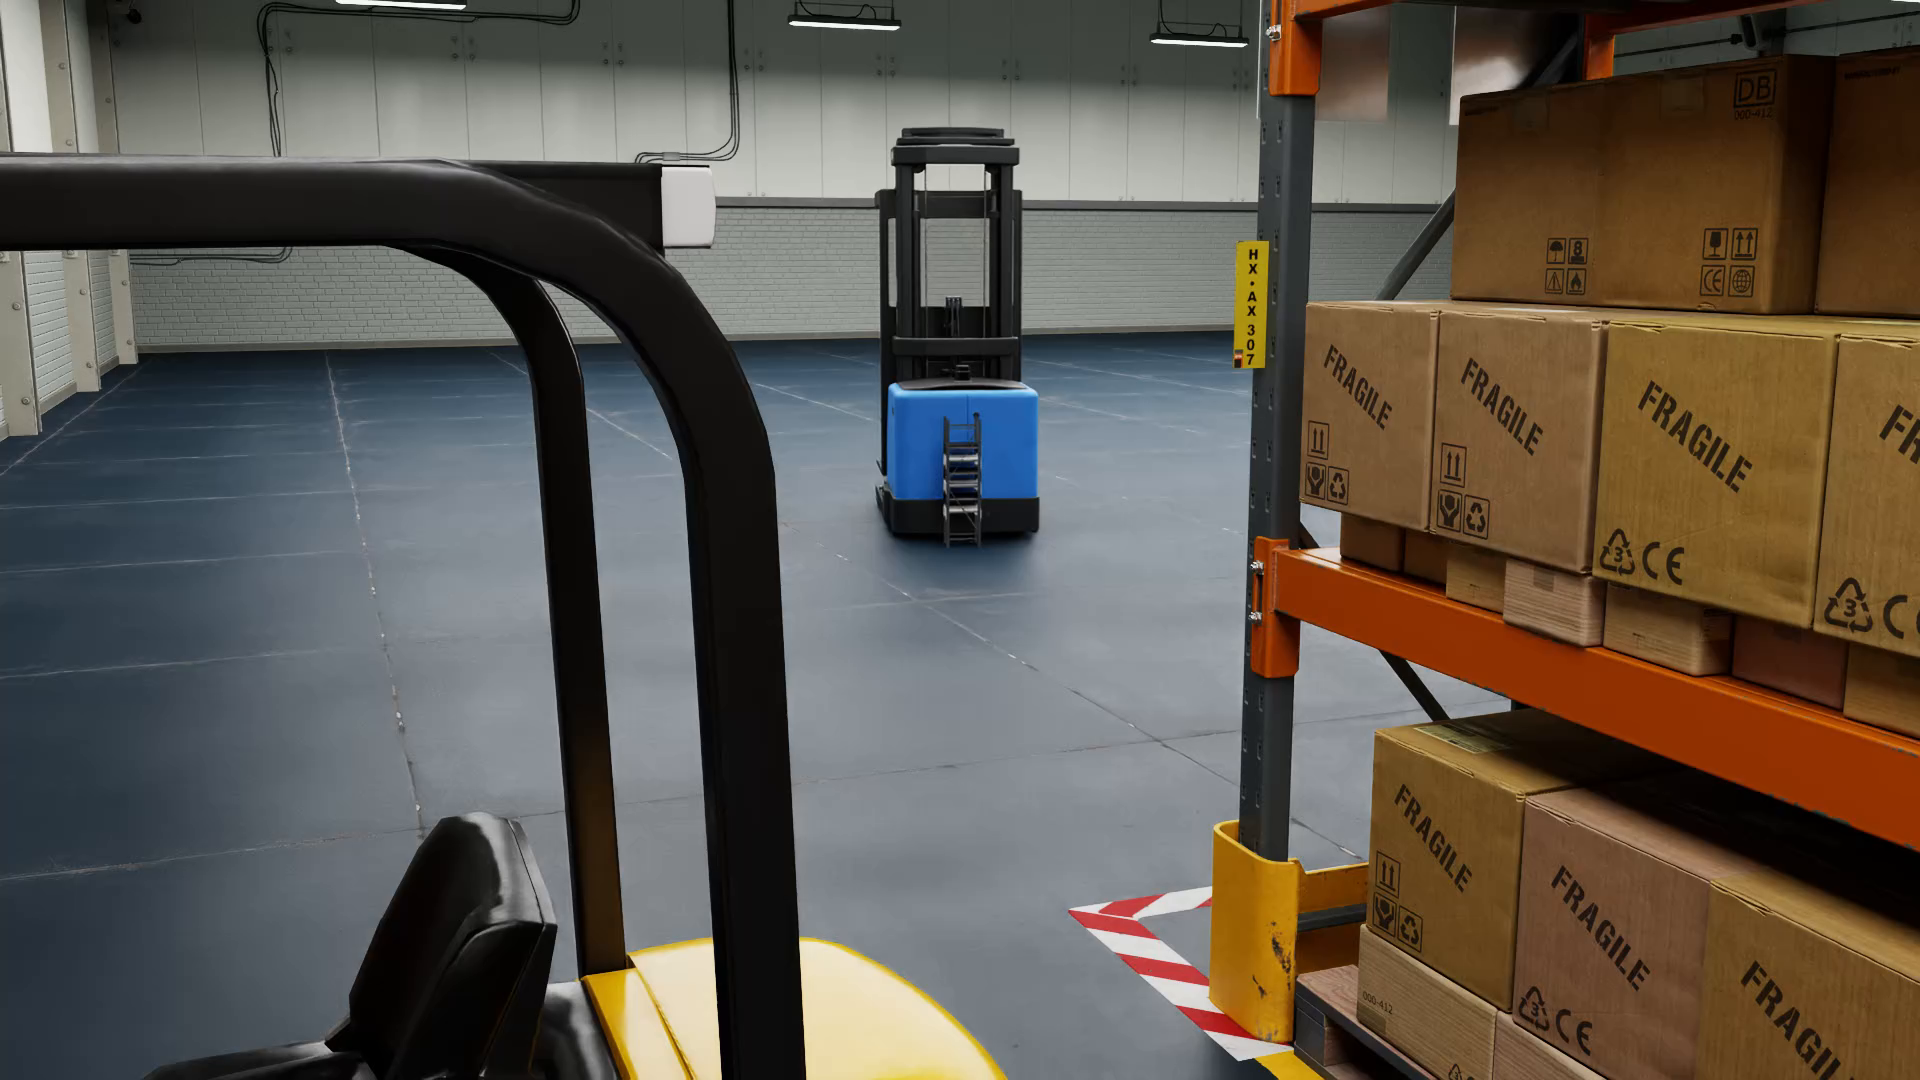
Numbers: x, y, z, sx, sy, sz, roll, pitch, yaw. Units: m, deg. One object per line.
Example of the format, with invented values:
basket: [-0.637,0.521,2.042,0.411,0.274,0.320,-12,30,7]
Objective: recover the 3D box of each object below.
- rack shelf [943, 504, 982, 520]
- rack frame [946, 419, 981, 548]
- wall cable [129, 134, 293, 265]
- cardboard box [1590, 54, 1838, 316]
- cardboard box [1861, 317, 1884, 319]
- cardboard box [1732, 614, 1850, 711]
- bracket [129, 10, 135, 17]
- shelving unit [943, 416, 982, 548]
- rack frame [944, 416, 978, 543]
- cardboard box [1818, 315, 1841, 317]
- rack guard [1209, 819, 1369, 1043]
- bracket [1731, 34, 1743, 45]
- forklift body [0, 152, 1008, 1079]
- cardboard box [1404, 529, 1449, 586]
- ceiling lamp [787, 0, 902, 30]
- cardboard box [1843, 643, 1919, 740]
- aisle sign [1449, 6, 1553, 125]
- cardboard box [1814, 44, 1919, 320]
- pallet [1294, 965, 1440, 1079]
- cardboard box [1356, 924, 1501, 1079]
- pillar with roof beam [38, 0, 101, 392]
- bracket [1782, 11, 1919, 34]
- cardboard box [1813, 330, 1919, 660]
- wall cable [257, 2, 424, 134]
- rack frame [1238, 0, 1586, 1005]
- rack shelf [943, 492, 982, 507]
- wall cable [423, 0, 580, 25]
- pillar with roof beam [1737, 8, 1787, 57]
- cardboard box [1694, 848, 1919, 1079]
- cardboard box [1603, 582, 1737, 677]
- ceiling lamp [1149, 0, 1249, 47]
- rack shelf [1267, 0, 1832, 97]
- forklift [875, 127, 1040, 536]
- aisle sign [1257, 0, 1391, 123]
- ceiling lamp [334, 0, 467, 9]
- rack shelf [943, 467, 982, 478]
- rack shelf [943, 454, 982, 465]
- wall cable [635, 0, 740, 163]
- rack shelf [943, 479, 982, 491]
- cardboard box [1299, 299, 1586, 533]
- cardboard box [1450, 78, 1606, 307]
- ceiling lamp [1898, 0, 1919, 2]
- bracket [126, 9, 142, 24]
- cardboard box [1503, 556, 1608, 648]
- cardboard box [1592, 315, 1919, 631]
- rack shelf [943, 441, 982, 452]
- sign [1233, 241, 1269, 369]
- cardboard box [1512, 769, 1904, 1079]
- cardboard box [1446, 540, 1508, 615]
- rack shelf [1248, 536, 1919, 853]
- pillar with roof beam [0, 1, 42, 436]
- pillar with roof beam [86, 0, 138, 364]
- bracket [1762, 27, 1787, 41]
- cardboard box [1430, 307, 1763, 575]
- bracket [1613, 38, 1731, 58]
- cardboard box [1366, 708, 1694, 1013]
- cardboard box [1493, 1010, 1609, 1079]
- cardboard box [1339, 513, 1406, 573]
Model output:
rack shelf: [0.016,-0.195,11.664,0.258,0.077,0.200,-1,10,-6]
rack frame: [0.026,-0.387,11.528,0.240,0.900,0.006,-1,10,-6]
wall cable: [-14.659,-6.615,32.282,3.097,2.526,0.112,-4,11,-21]
cardboard box: [1.825,-0.751,3.586,0.700,0.500,0.500,-4,11,-20]
cardboard box: [2.069,-0.176,3.210,0.500,0.500,0.500,-4,11,-21]
cardboard box: [1.642,0.189,3.008,0.380,0.149,0.250,-4,11,-19]
bracket: [-15.288,-9.732,30.660,0.076,0.066,3.189,-4,11,-21]
shelving unit: [0.016,-0.405,11.627,0.258,0.900,0.210,-1,10,-6]
rack frame: [0.005,-0.423,11.727,0.240,0.900,0.006,-1,10,-6]
cardboard box: [1.891,-0.258,3.670,0.500,0.500,0.500,-4,11,-21]
rack guard: [1.288,1.028,4.715,1.175,0.500,0.348,-4,11,-21]
bracket: [16.229,-10.416,34.506,0.235,0.232,0.430,-4,11,-21]
forklift body: [-0.977,0.712,1.777,2.313,2.155,1.214,-4,11,-21]
cardboard box: [1.296,0.017,3.976,0.380,0.149,0.250,-4,11,-20]
ceiling lamp: [-2.109,-10.593,29.109,2.000,3.185,0.800,-4,11,-21]
cardboard box: [1.710,0.234,2.755,0.380,0.149,0.250,-4,11,-22]
aisle sign: [1.508,-1.524,4.499,0.394,0.787,0.004,-4,11,-21]
cardboard box: [2.106,-0.674,3.154,0.700,0.500,0.500,-4,11,-22]
pallet: [1.549,1.305,3.982,1.003,0.211,1.213,-4,11,-21]
cardboard box: [1.295,1.081,3.931,0.500,0.250,0.500,-4,11,-21]
pillar with roof beam: [-8.637,-6.873,24.865,9.100,9.000,0.400,-4,11,-21]
bracket: [17.463,-9.860,31.380,0.076,0.066,4.783,-4,11,-21]
cardboard box: [1.742,-0.066,2.593,0.500,0.500,0.500,-4,11,-22]
wall cable: [-12.137,-9.274,32.805,3.097,2.526,0.112,-4,11,-21]
rack frame: [1.261,-0.215,4.566,1.000,3.000,0.127,-4,11,-21]
rack shelf: [0.016,-0.284,11.649,0.258,0.077,0.200,-1,10,-6]
wall cable: [-9.253,-11.709,33.510,3.097,2.526,0.112,-4,11,-21]
pillar with roof beam: [12.697,-8.326,33.031,9.100,9.000,0.548,-4,11,-21]
cardboard box: [1.672,0.883,2.902,0.500,0.500,0.500,-4,11,-20]
cardboard box: [1.490,0.150,3.229,0.380,0.149,0.250,-4,11,-19]
ceiling lamp: [4.471,-11.041,31.628,2.000,3.185,0.800,-4,11,-21]
rack shelf: [1.985,-1.012,2.531,1.077,0.370,4.000,-4,11,-21]
forklift: [-0.095,-1.689,13.044,1.130,2.935,3.031,-1,10,-6]
aisle sign: [0.949,-1.486,4.285,0.394,0.787,0.004,-4,11,-21]
ceiling lamp: [-8.997,-10.124,26.472,2.000,3.185,0.800,-4,11,-21]
rack shelf: [0.016,-0.461,11.617,0.258,0.077,0.200,-1,10,-6]
rack shelf: [0.016,-0.549,11.601,0.258,0.077,0.200,-1,10,-6]
wall cable: [-5.805,-10.418,35.084,2.305,6.003,0.169,-4,11,-21]
rack shelf: [0.016,-0.372,11.633,0.258,0.077,0.200,-1,10,-6]
cardboard box: [1.174,-0.316,3.998,0.500,0.500,0.500,-4,11,-22]
cardboard box: [1.649,-0.834,4.053,0.700,0.500,0.500,-4,11,-22]
ceiling lamp: [14.614,-10.040,25.883,2.000,3.144,0.800,-4,11,-21]
bracket: [-15.502,-9.829,31.202,0.235,0.232,0.430,-4,11,-21]
cardboard box: [1.365,0.110,3.454,0.380,0.149,0.250,-4,11,-20]
cardboard box: [1.550,-0.149,3.056,0.500,0.500,0.500,-4,11,-22]
rack shelf: [0.016,-0.638,11.586,0.258,0.077,0.200,-1,10,-6]
sign: [0.755,-0.607,4.297,0.100,0.325,0.005,-4,11,-21]
cardboard box: [1.498,0.801,3.366,0.500,0.500,0.500,-4,11,-23]
cardboard box: [1.316,0.066,3.703,0.380,0.149,0.250,-4,11,-23]
rack shelf: [1.985,0.465,2.794,1.077,0.370,4.000,-4,11,-21]
pillar with roof beam: [-6.463,-5.894,19.359,9.100,9.000,0.400,-4,11,-21]
pillar with roof beam: [-10.811,-7.853,30.371,9.100,9.000,0.548,-4,11,-21]
bracket: [16.529,-10.281,33.745,0.235,0.232,0.430,-4,11,-21]
cardboard box: [1.364,-0.232,3.523,0.500,0.500,0.500,-4,11,-19]
bracket: [15.289,-10.840,36.886,0.076,0.066,4.783,-4,11,-21]
cardboard box: [1.304,0.715,3.844,0.500,0.500,0.500,-4,11,-23]
cardboard box: [1.473,1.165,3.460,0.500,0.250,0.500,-3,11,-19]
cardboard box: [1.191,-0.023,4.202,0.380,0.149,0.250,-4,11,-21]
